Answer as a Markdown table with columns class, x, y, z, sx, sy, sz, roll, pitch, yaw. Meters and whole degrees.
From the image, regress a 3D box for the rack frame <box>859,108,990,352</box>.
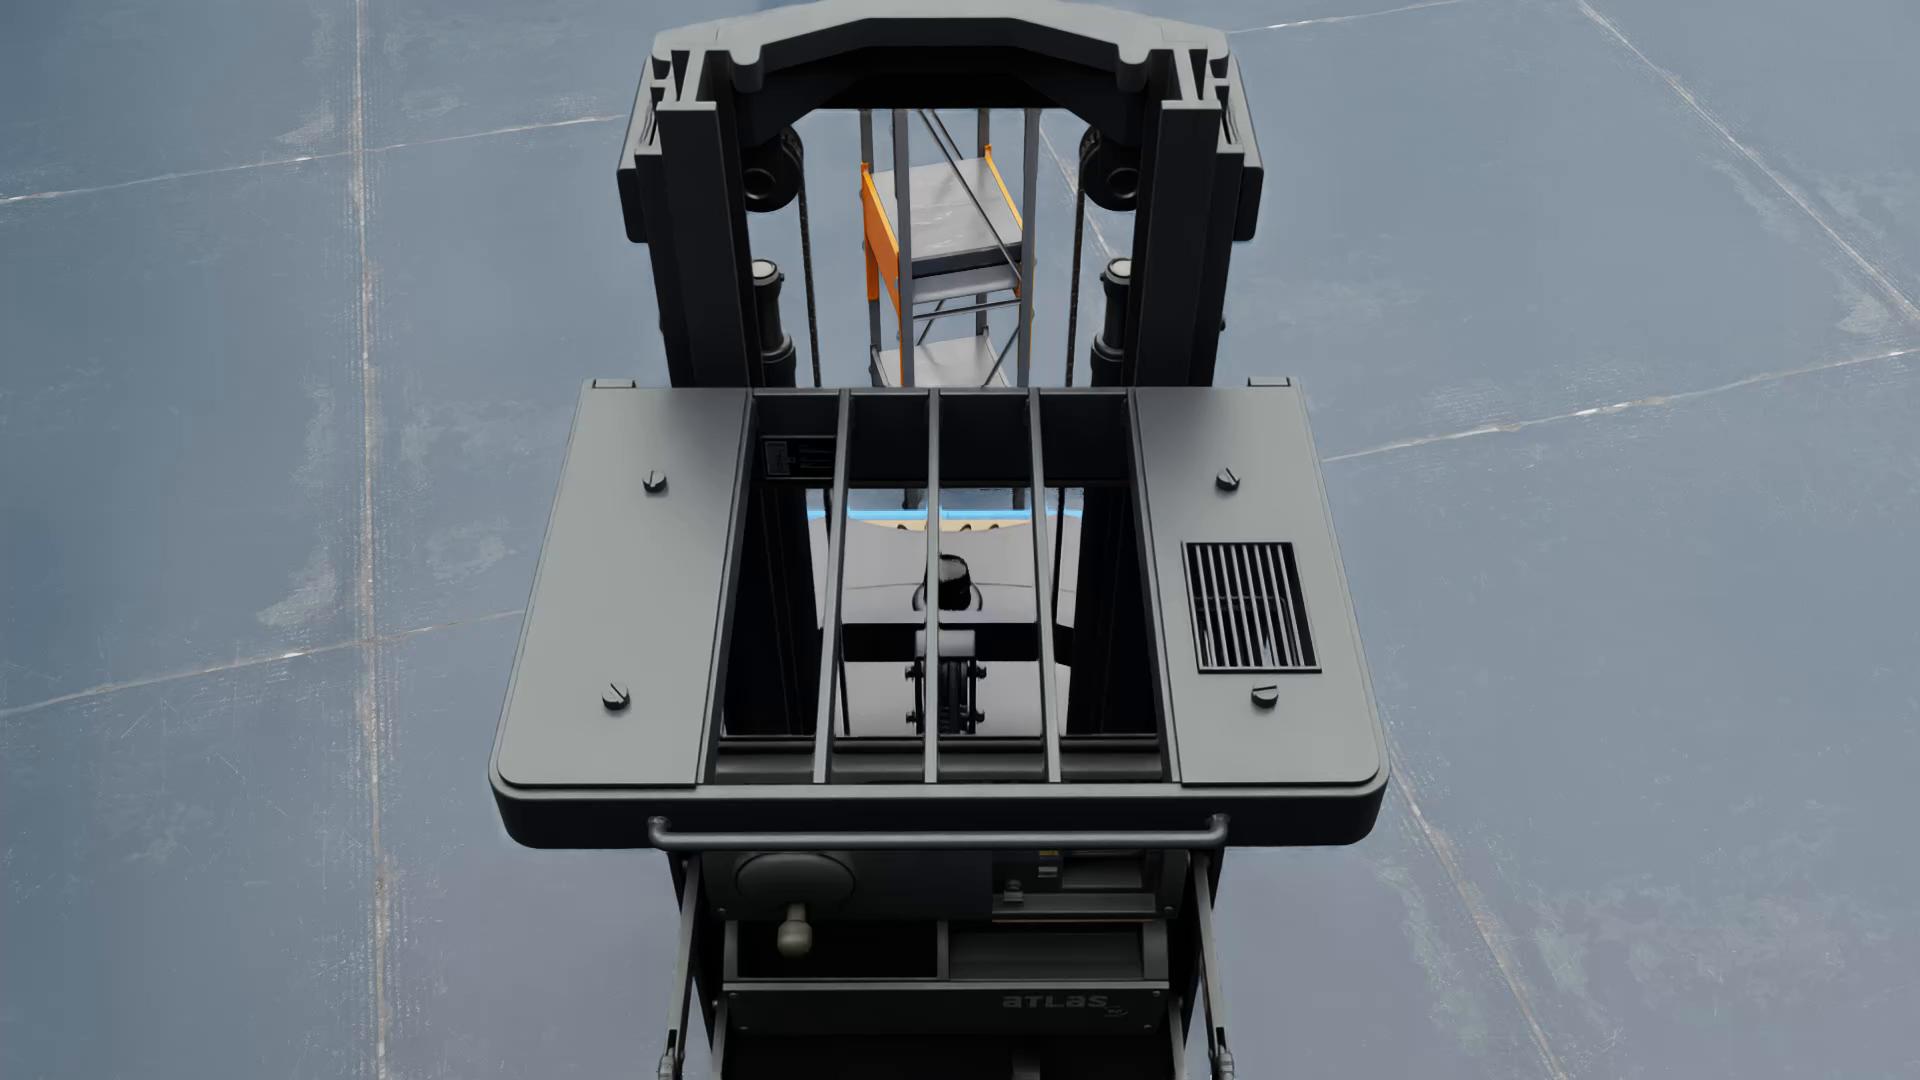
| class | x | y | z | sx | sy | sz | roll | pitch | yaw |
| --- | --- | --- | --- | --- | --- | --- | --- | --- | --- |
| rack frame | -0.105 | -1.018 | 5.277 | 0.400 | 2.100 | 0.015 | -11 | 47 | -10 |

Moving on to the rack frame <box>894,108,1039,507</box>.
| class | x | y | z | sx | sy | sz | roll | pitch | yaw |
| --- | --- | --- | --- | --- | --- | --- | --- | --- | --- |
| rack frame | 0.020 | -0.681 | 4.947 | 0.400 | 2.100 | 0.015 | -11 | 47 | -10 |

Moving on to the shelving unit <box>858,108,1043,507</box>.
| class | x | y | z | sx | sy | sz | roll | pitch | yaw |
| --- | --- | --- | --- | --- | --- | --- | --- | --- | --- |
| shelving unit | -0.042 | -0.849 | 5.112 | 0.431 | 2.100 | 0.503 | -11 | 47 | -10 |

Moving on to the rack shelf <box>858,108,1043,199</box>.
| class | x | y | z | sx | sy | sz | roll | pitch | yaw |
| --- | --- | --- | --- | --- | --- | --- | --- | --- | --- |
| rack shelf | -0.042 | -1.330 | 4.622 | 0.431 | 0.518 | 0.480 | -11 | 47 | -10 |

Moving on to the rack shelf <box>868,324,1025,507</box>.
| class | x | y | z | sx | sy | sz | roll | pitch | yaw |
| --- | --- | --- | --- | --- | --- | --- | --- | --- | --- |
| rack shelf | -0.042 | -0.350 | 5.622 | 0.431 | 0.518 | 0.480 | -11 | 47 | -10 |

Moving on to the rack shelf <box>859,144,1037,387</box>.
| class | x | y | z | sx | sy | sz | roll | pitch | yaw |
| --- | --- | --- | --- | --- | --- | --- | --- | --- | --- |
| rack shelf | -0.042 | -0.840 | 5.122 | 0.431 | 0.518 | 0.480 | -11 | 47 | -10 |

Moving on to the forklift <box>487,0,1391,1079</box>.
| class | x | y | z | sx | sy | sz | roll | pitch | yaw |
| --- | --- | --- | --- | --- | --- | --- | --- | --- | --- |
| forklift | -0.026 | 0.692 | 3.020 | 1.130 | 2.935 | 3.031 | 0 | 46 | 0 |
